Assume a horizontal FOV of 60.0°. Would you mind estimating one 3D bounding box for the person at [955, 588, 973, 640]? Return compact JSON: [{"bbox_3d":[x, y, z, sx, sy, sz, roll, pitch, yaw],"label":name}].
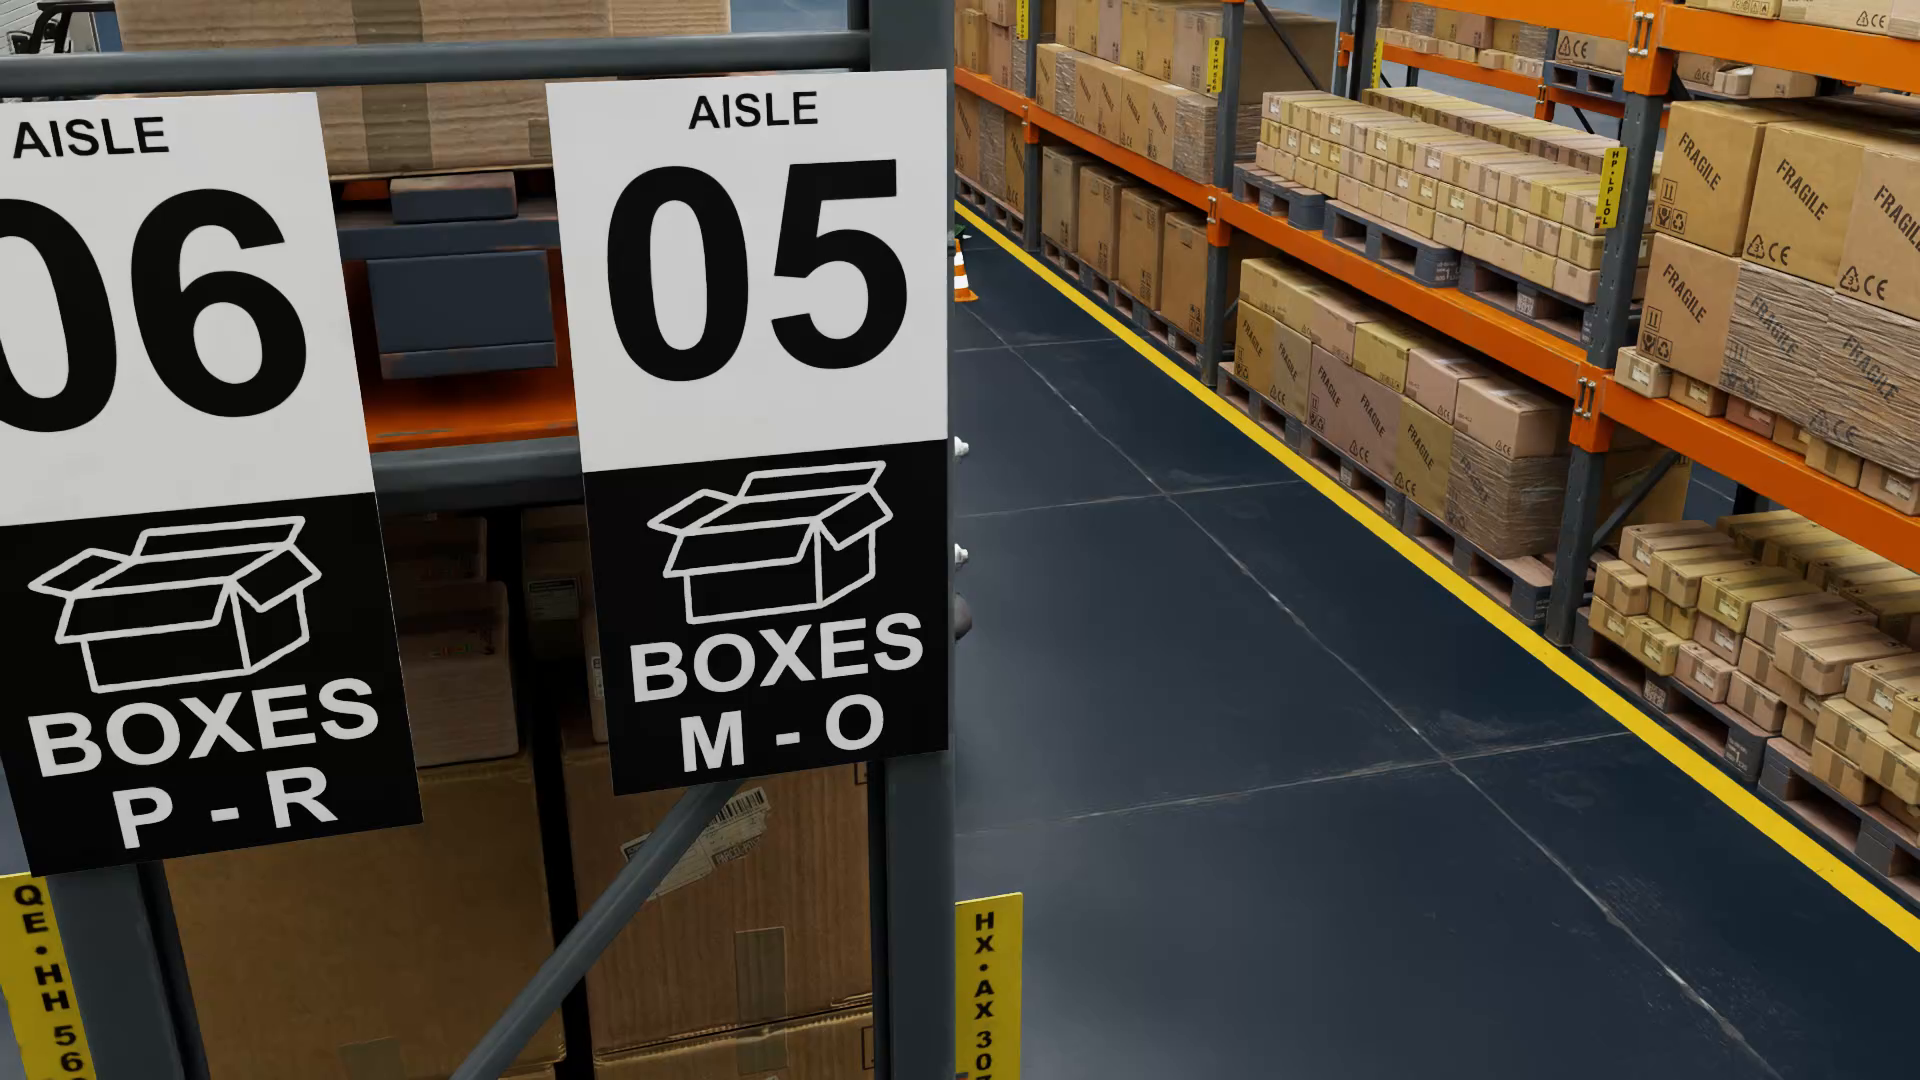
[{"bbox_3d":[-0.298,0.349,6.976,0.451,0.757,0.861,-13,26,-28],"label":"person"}]
